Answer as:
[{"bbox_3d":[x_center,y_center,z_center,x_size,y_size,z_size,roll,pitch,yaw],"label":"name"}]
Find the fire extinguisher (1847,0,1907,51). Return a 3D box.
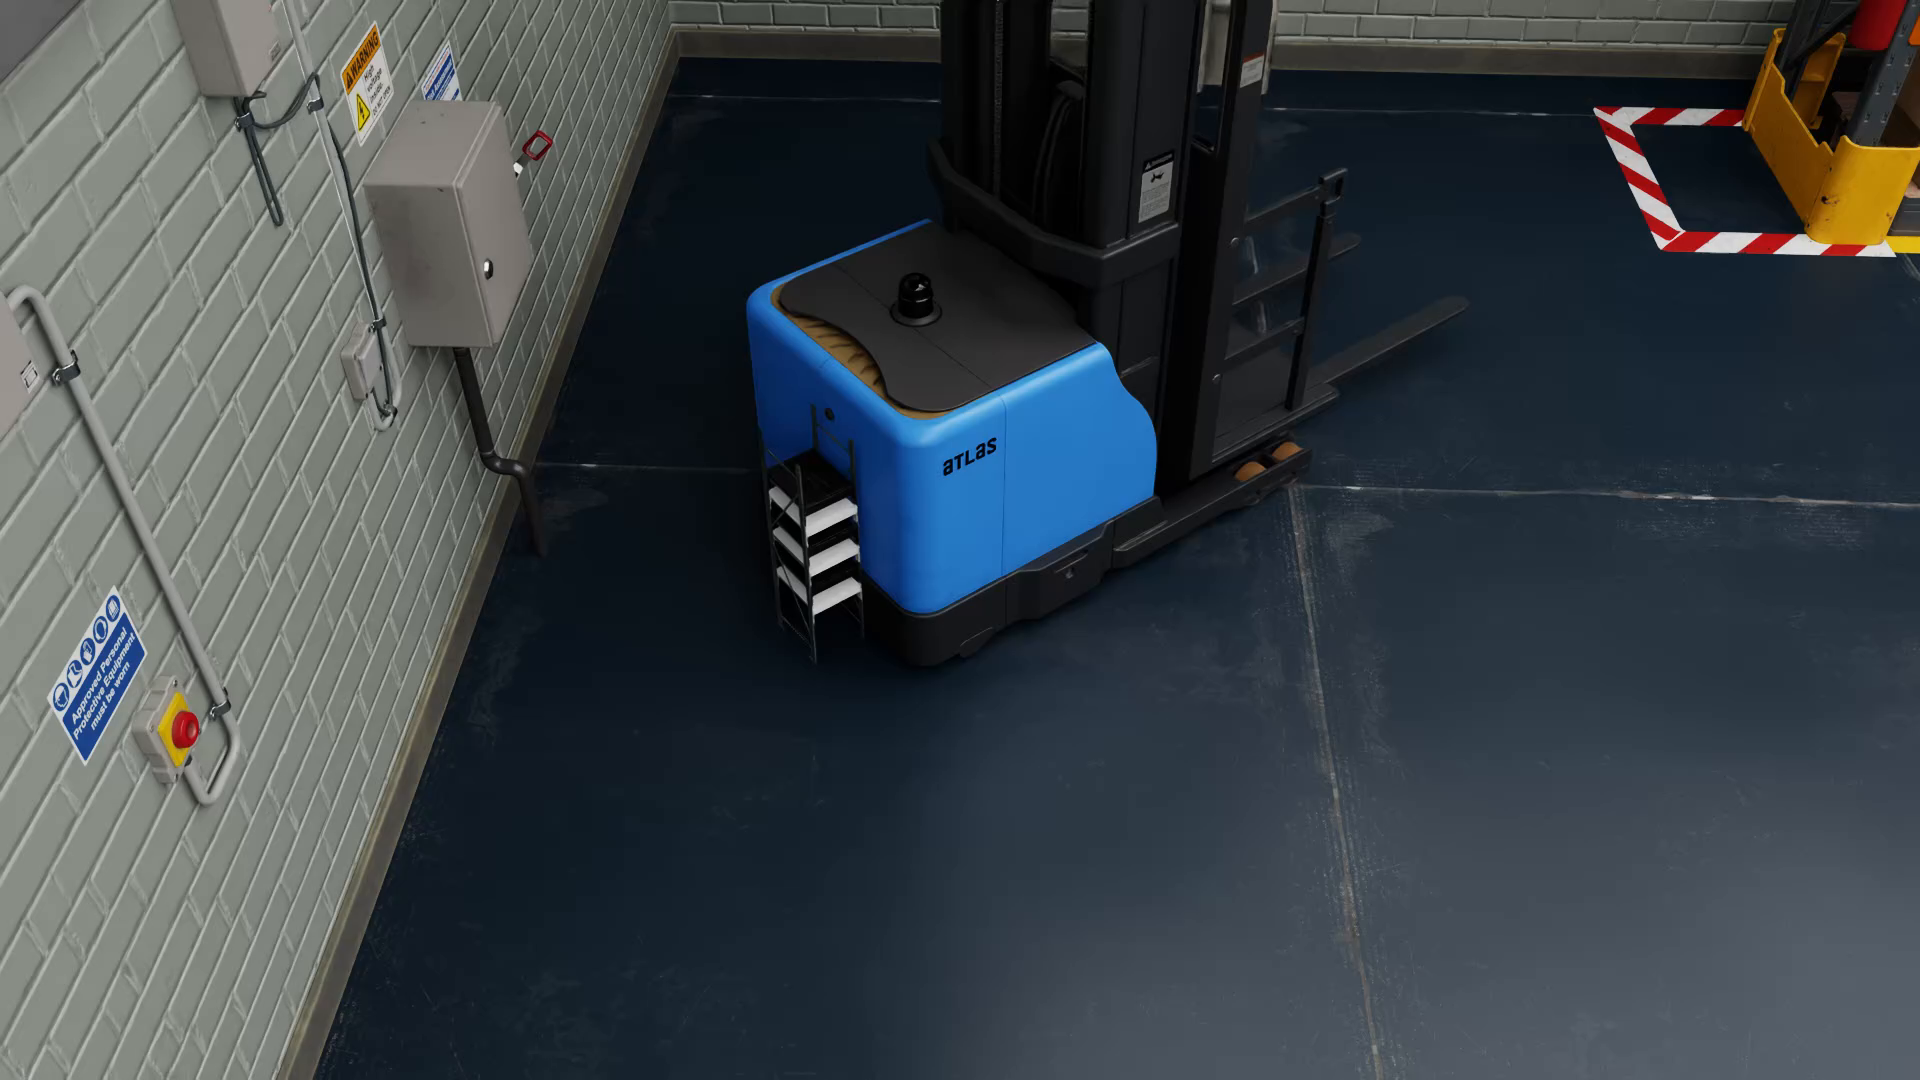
[{"bbox_3d":[3.916,-2.393,6.949,0.183,0.674,0.296,2,43,2],"label":"fire extinguisher"}]

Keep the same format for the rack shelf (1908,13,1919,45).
[{"bbox_3d":[6.082,-2.544,7.308,4.000,0.370,1.077,2,43,2],"label":"rack shelf"}]

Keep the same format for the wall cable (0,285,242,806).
[{"bbox_3d":[-1.770,-0.029,3.312,0.123,1.953,0.585,2,43,2],"label":"wall cable"}]

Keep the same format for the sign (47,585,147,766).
[{"bbox_3d":[-1.833,0.287,3.543,0.001,0.218,0.327,2,43,2],"label":"sign"}]

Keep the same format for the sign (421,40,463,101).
[{"bbox_3d":[-1.714,-1.379,5.600,0.001,0.494,0.329,2,43,2],"label":"sign"}]

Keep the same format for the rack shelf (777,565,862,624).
[{"bbox_3d":[-0.491,0.151,5.740,0.200,0.077,0.258,-27,49,-26],"label":"rack shelf"}]

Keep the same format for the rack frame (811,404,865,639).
[{"bbox_3d":[-0.410,-0.047,5.640,0.006,0.900,0.240,-27,49,-26],"label":"rack frame"}]

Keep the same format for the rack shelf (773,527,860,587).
[{"bbox_3d":[-0.491,0.020,5.617,0.200,0.077,0.258,-27,49,-26],"label":"rack shelf"}]

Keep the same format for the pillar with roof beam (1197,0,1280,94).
[{"bbox_3d":[1.237,-2.829,2.684,0.400,9.000,9.100,2,43,2],"label":"pillar with roof beam"}]

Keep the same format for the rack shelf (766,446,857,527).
[{"bbox_3d":[-0.491,-0.178,5.433,0.200,0.077,0.258,-27,49,-26],"label":"rack shelf"}]

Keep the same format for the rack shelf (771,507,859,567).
[{"bbox_3d":[-0.491,-0.046,5.556,0.200,0.077,0.258,-27,49,-26],"label":"rack shelf"}]

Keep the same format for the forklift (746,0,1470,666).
[{"bbox_3d":[0.744,-1.468,5.675,3.031,2.935,1.130,-27,49,-26],"label":"forklift"}]

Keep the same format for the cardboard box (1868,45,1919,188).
[{"bbox_3d":[4.691,-2.025,7.747,0.637,0.503,0.797,0,43,0],"label":"cardboard box"}]

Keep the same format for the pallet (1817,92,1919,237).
[{"bbox_3d":[4.957,-1.822,8.051,1.213,0.211,1.003,2,43,2],"label":"pallet"}]

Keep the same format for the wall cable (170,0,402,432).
[{"bbox_3d":[-1.717,-0.983,4.360,0.122,1.984,0.588,2,43,2],"label":"wall cable"}]

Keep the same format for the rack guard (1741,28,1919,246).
[{"bbox_3d":[4.160,-1.951,7.978,0.348,0.500,1.175,2,43,2],"label":"rack guard"}]

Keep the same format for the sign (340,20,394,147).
[{"bbox_3d":[-1.739,-1.342,4.884,0.001,0.242,0.339,2,43,2],"label":"sign"}]

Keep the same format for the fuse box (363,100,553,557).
[{"bbox_3d":[-1.529,-0.600,5.639,0.414,1.711,0.539,2,43,2],"label":"fuse box"}]

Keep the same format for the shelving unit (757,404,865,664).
[{"bbox_3d":[-0.491,-0.005,5.595,0.210,0.900,0.258,-27,49,-26],"label":"shelving unit"}]

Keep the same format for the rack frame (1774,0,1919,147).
[{"bbox_3d":[4.084,-2.868,7.128,0.127,3.000,1.000,2,43,2],"label":"rack frame"}]

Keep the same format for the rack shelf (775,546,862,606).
[{"bbox_3d":[-0.491,0.086,5.679,0.200,0.077,0.258,-27,49,-26],"label":"rack shelf"}]

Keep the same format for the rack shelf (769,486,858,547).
[{"bbox_3d":[-0.491,-0.112,5.495,0.200,0.077,0.258,-27,49,-26],"label":"rack shelf"}]

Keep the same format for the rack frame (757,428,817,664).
[{"bbox_3d":[-0.572,0.037,5.550,0.006,0.900,0.240,-27,49,-26],"label":"rack frame"}]
